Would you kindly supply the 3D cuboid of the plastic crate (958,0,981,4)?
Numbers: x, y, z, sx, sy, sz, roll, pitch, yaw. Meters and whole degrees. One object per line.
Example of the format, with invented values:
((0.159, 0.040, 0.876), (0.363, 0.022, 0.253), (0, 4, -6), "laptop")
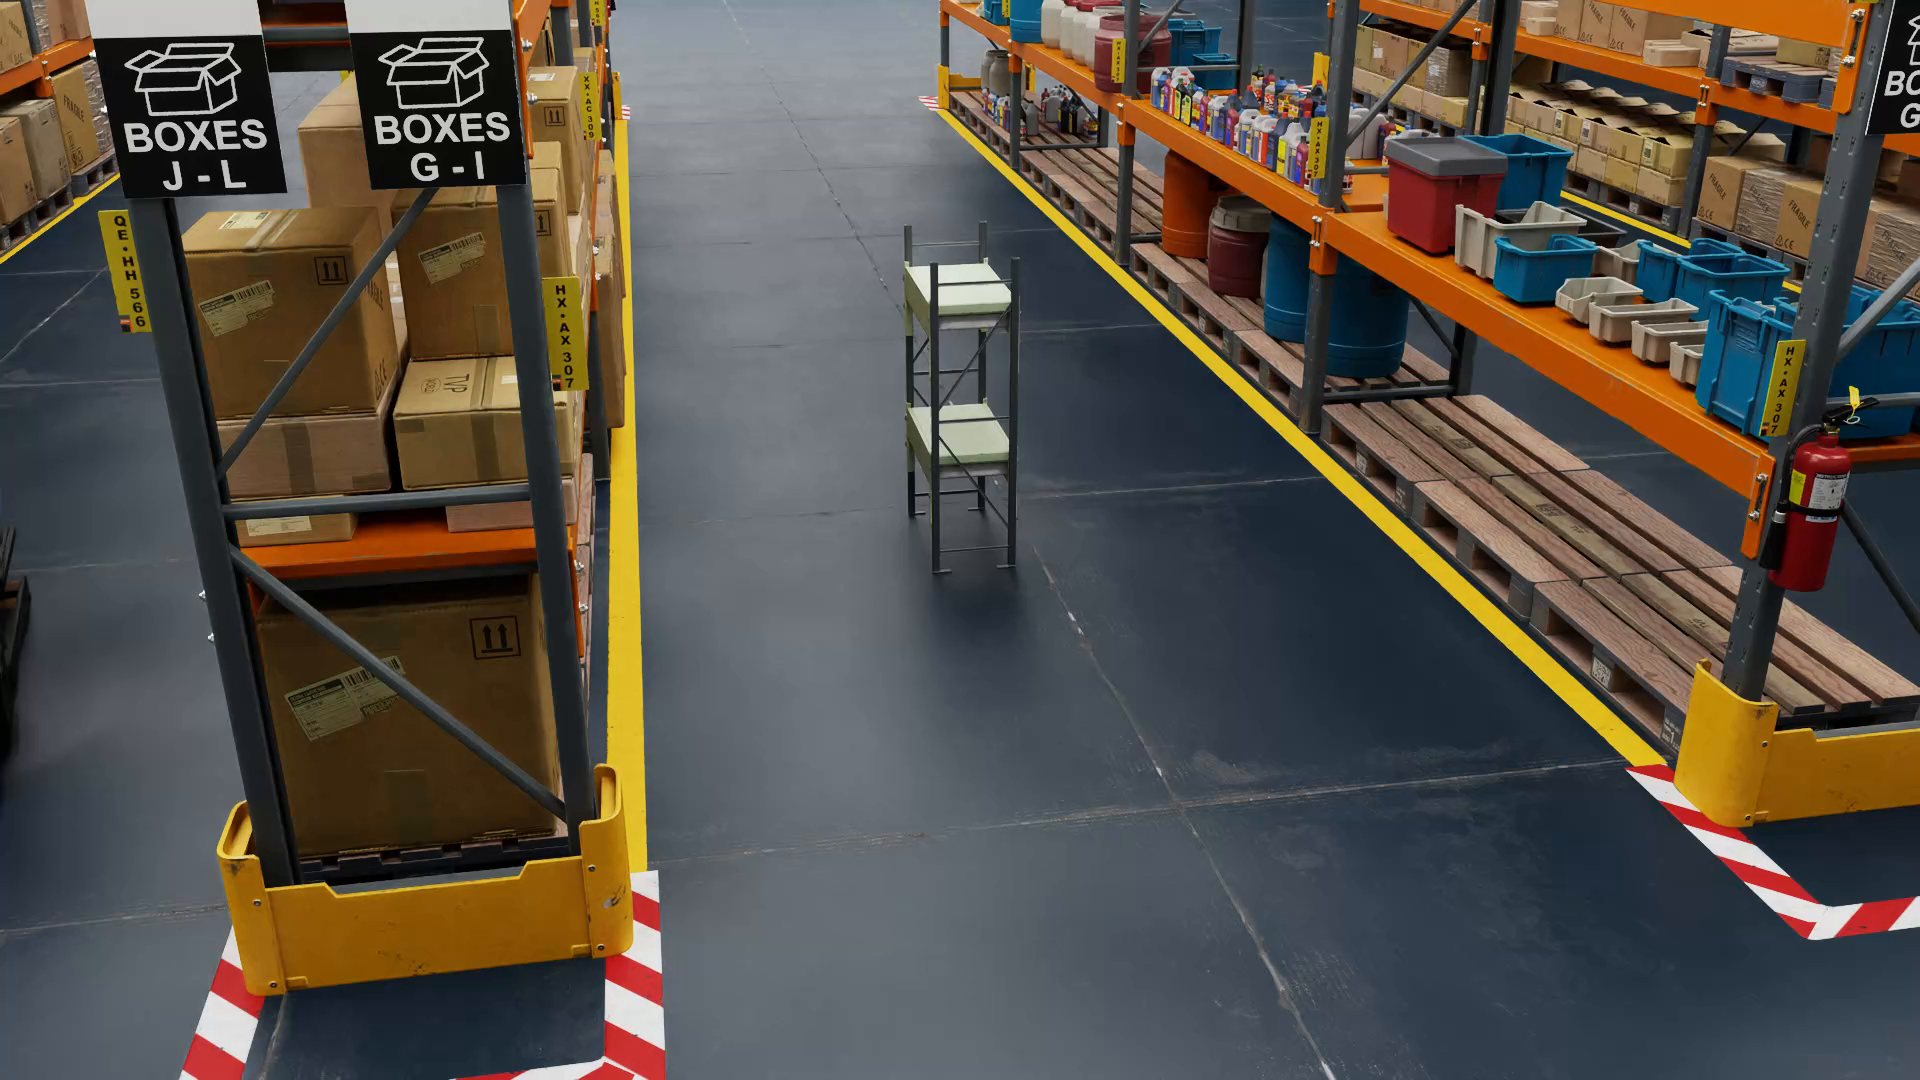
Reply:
((0.114, -6.263, 19.172), (0.298, 0.136, 0.250), (-4, 24, -10), "plastic crate")

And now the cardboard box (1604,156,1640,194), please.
((6.177, -3.302, 14.973), (0.500, 0.250, 0.500), (-5, 24, -10), "cardboard box")

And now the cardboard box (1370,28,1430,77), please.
((5.213, -5.781, 19.713), (0.500, 0.500, 0.500), (-4, 24, -10), "cardboard box")

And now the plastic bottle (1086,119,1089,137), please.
((1.358, -4.303, 17.302), (0.097, 0.201, 0.097), (0, 24, 0), "plastic bottle")

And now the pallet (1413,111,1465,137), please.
((5.767, -4.589, 18.494), (1.003, 0.211, 1.213), (-4, 24, -10), "pallet")

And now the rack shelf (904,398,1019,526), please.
((-0.001, -0.391, 8.086), (0.431, 0.370, 0.720), (-4, 24, -10), "rack shelf")

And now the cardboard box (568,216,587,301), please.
((-1.852, -1.182, 7.025), (0.500, 0.250, 0.500), (-4, 24, -9), "cardboard box")

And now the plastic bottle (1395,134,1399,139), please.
((2.692, -2.389, 10.220), (0.097, 0.201, 0.097), (0, 24, 0), "plastic bottle")

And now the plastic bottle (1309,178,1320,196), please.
((2.093, -2.114, 9.497), (0.152, 0.276, 0.135), (-4, 24, -10), "plastic bottle")

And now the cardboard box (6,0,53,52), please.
((-8.836, -4.705, 15.088), (0.875, 0.550, 0.550), (-4, 24, -10), "cardboard box")

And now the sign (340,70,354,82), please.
((-2.915, -2.123, 8.016), (0.100, 0.325, 0.005), (-4, 24, -10), "sign")

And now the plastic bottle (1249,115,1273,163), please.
((1.908, -2.509, 10.402), (0.152, 0.276, 0.135), (-4, 24, -10), "plastic bottle")

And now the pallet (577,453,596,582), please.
((-2.320, -0.090, 8.193), (1.003, 0.211, 1.213), (-4, 24, -10), "pallet")

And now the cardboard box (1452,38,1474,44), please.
((5.910, -5.426, 18.900), (0.500, 0.500, 0.500), (-4, 24, -10), "cardboard box")

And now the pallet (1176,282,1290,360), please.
((2.153, -1.549, 11.533), (1.003, 0.211, 1.213), (-4, 24, -10), "pallet")

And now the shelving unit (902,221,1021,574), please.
((-0.001, -0.690, 7.956), (0.431, 1.500, 0.755), (-4, 24, -10), "shelving unit")

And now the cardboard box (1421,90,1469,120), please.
((5.490, -4.847, 18.512), (0.500, 0.250, 0.500), (-4, 24, -10), "cardboard box")

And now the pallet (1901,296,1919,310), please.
((7.165, -1.444, 11.292), (1.003, 0.211, 1.213), (-4, 24, -10), "pallet")

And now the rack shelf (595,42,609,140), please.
((-3.493, -3.703, 13.880), (1.077, 0.370, 4.000), (-4, 24, -10), "rack shelf")

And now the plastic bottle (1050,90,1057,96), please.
((1.081, -4.867, 18.500), (0.152, 0.276, 0.135), (-5, 24, -11), "plastic bottle")

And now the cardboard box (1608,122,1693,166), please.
((6.171, -3.559, 14.862), (0.500, 0.311, 0.500), (-5, 24, -11), "cardboard box")

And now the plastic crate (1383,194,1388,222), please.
((2.429, -1.753, 8.770), (0.396, 0.136, 0.243), (-4, 24, -10), "plastic crate")

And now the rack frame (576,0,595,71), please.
((-3.123, -3.246, 11.935), (1.000, 3.000, 0.127), (-4, 24, -10), "rack frame")

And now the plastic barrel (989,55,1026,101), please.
((0.554, -5.362, 19.362), (0.421, 0.512, 0.421), (0, 24, 0), "plastic barrel")

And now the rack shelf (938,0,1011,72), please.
((0.635, -5.643, 18.322), (1.077, 0.370, 4.000), (-4, 24, -10), "rack shelf")

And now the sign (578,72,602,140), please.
((-1.839, -2.148, 8.239), (0.100, 0.325, 0.005), (-4, 24, -10), "sign")

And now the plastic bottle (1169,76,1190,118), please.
((1.592, -3.180, 11.938), (0.152, 0.276, 0.135), (-4, 24, -10), "plastic bottle")

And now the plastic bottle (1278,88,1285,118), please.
((2.338, -3.142, 11.944), (0.097, 0.201, 0.097), (0, 24, 0), "plastic bottle")

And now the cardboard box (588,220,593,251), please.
((-2.005, -1.462, 8.164), (0.380, 0.149, 0.250), (-4, 24, -9), "cardboard box")

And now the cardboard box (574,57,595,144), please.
((-2.702, -2.920, 11.063), (0.500, 0.500, 0.500), (-5, 24, -10), "cardboard box")

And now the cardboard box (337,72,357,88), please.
((-2.546, -1.877, 7.679), (0.500, 0.500, 0.500), (-4, 24, -10), "cardboard box")

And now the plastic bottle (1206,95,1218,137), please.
((1.715, -2.858, 11.207), (0.097, 0.271, 0.097), (0, 24, 0), "plastic bottle")

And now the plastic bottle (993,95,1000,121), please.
((0.413, -4.721, 18.170), (0.097, 0.271, 0.097), (0, 24, 0), "plastic bottle")

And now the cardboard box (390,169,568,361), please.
((-1.560, -0.916, 5.479), (0.500, 0.500, 0.500), (-5, 24, -11), "cardboard box")

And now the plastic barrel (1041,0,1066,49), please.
((0.966, -4.856, 15.451), (0.433, 0.535, 0.433), (0, 24, 0), "plastic barrel")

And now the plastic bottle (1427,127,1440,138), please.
((2.730, -2.195, 9.590), (0.144, 0.351, 0.185), (-4, 24, -10), "plastic bottle")

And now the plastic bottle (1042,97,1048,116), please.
((0.961, -4.817, 18.477), (0.097, 0.201, 0.097), (0, 24, 0), "plastic bottle")

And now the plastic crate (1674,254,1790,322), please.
((3.258, -1.056, 7.055), (0.416, 0.233, 0.300), (-4, 24, -10), "plastic crate")

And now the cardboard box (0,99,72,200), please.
((-8.553, -3.416, 14.611), (1.050, 0.750, 0.750), (-4, 24, -10), "cardboard box")

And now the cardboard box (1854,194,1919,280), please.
((6.708, -2.226, 12.172), (0.500, 0.500, 0.500), (-5, 24, -12), "cardboard box")

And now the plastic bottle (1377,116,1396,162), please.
((2.671, -2.511, 10.398), (0.061, 0.283, 0.133), (-4, 24, -10), "plastic bottle")

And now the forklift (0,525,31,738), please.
((-4.578, -0.825, 6.477), (1.130, 2.935, 3.031), (-10, 26, -22), "forklift")

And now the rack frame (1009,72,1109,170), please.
((1.004, -5.186, 16.377), (1.000, 3.000, 0.127), (-4, 24, -10), "rack frame")

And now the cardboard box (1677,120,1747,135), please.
((6.699, -3.601, 14.958), (0.500, 0.311, 0.500), (-5, 24, -11), "cardboard box")

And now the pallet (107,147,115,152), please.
((-9.049, -4.000, 17.145), (1.003, 0.211, 1.213), (-4, 24, -10), "pallet")

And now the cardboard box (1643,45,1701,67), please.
((6.175, -4.196, 14.424), (0.380, 0.149, 0.250), (-4, 24, -10), "cardboard box")

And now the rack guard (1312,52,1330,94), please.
((5.129, -5.989, 21.337), (1.175, 0.500, 0.348), (-4, 24, -10), "rack guard")

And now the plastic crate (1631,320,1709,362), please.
((2.855, -0.795, 6.578), (0.396, 0.136, 0.243), (-4, 24, -10), "plastic crate")

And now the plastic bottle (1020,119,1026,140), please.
((0.631, -4.225, 17.123), (0.097, 0.201, 0.097), (0, 24, 0), "plastic bottle")

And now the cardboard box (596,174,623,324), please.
((-2.859, -1.841, 10.847), (1.225, 0.875, 0.875), (-4, 24, -10), "cardboard box")

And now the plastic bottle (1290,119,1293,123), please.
((2.052, -2.470, 10.319), (0.097, 0.271, 0.097), (0, 24, 0), "plastic bottle")

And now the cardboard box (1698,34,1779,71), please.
((6.588, -4.084, 13.963), (0.500, 0.311, 0.500), (-3, 24, -6), "cardboard box")
